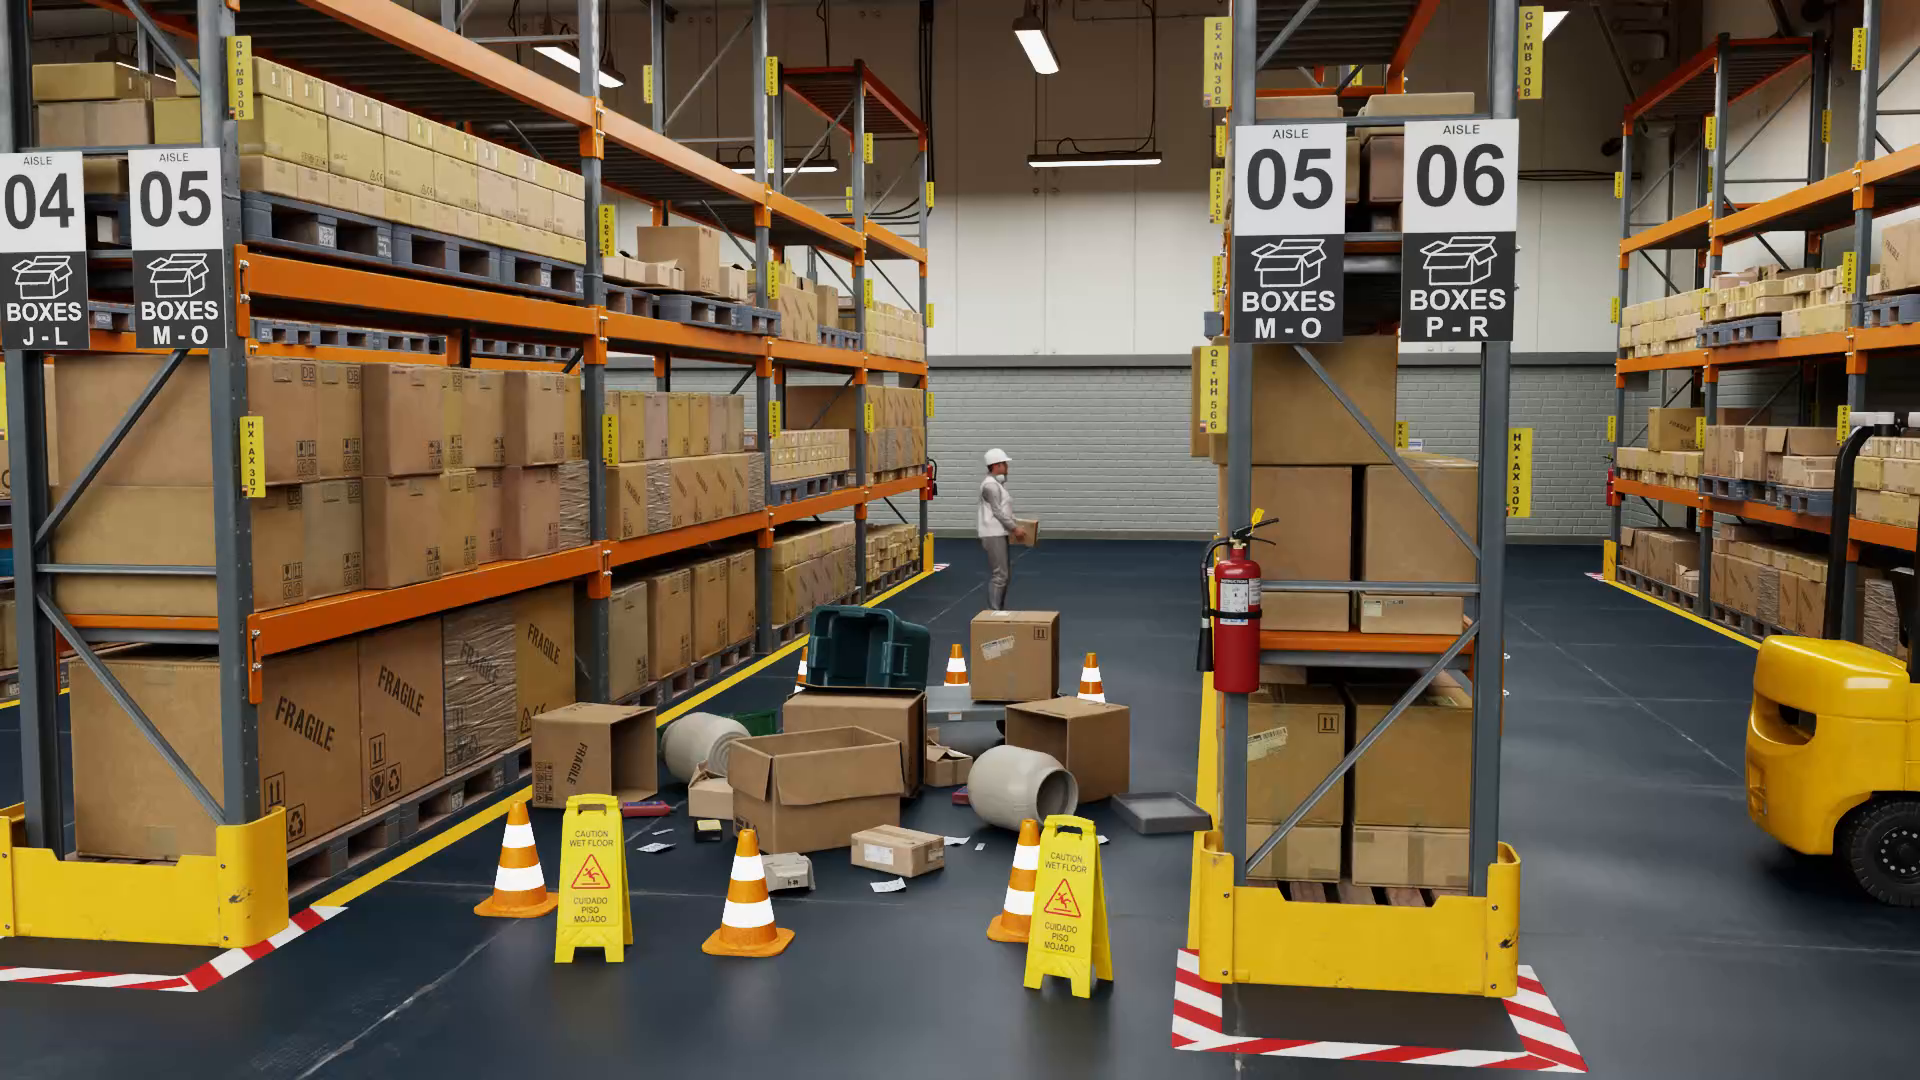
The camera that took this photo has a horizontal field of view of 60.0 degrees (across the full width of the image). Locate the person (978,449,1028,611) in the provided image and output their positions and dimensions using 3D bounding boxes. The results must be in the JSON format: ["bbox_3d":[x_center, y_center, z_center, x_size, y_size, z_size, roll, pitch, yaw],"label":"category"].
[{"bbox_3d":[0.446,-0.039,16.927,0.522,1.779,0.532,1,4,8],"label":"person"}]
